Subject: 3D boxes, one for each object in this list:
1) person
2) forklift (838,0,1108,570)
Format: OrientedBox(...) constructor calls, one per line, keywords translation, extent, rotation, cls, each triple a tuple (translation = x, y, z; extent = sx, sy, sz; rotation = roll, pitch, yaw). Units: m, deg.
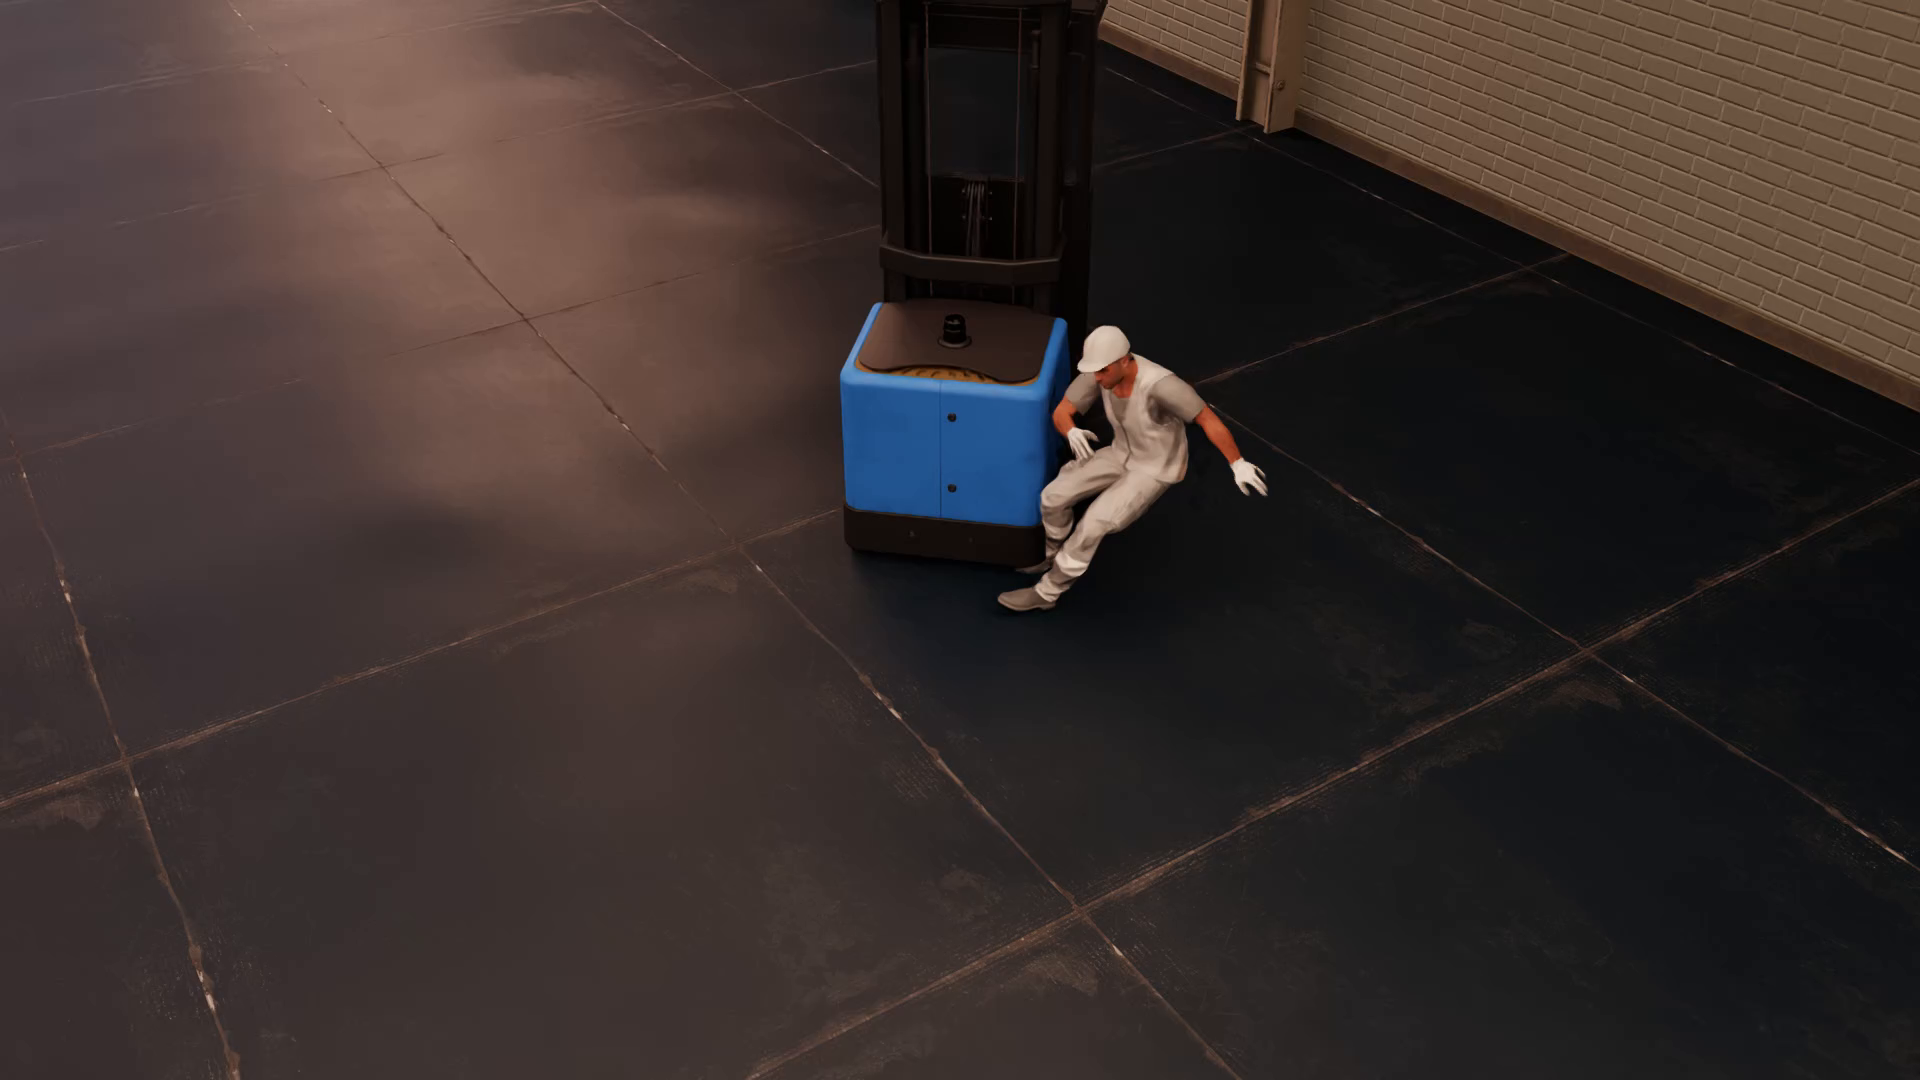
OrientedBox(translation=(0.841, -0.266, 7.858), extent=(0.957, 1.466, 1.211), rotation=(-28, 44, -33), cls="person")
OrientedBox(translation=(0.169, -1.890, 8.837), extent=(1.130, 2.935, 3.031), rotation=(6, 36, 8), cls="forklift")
